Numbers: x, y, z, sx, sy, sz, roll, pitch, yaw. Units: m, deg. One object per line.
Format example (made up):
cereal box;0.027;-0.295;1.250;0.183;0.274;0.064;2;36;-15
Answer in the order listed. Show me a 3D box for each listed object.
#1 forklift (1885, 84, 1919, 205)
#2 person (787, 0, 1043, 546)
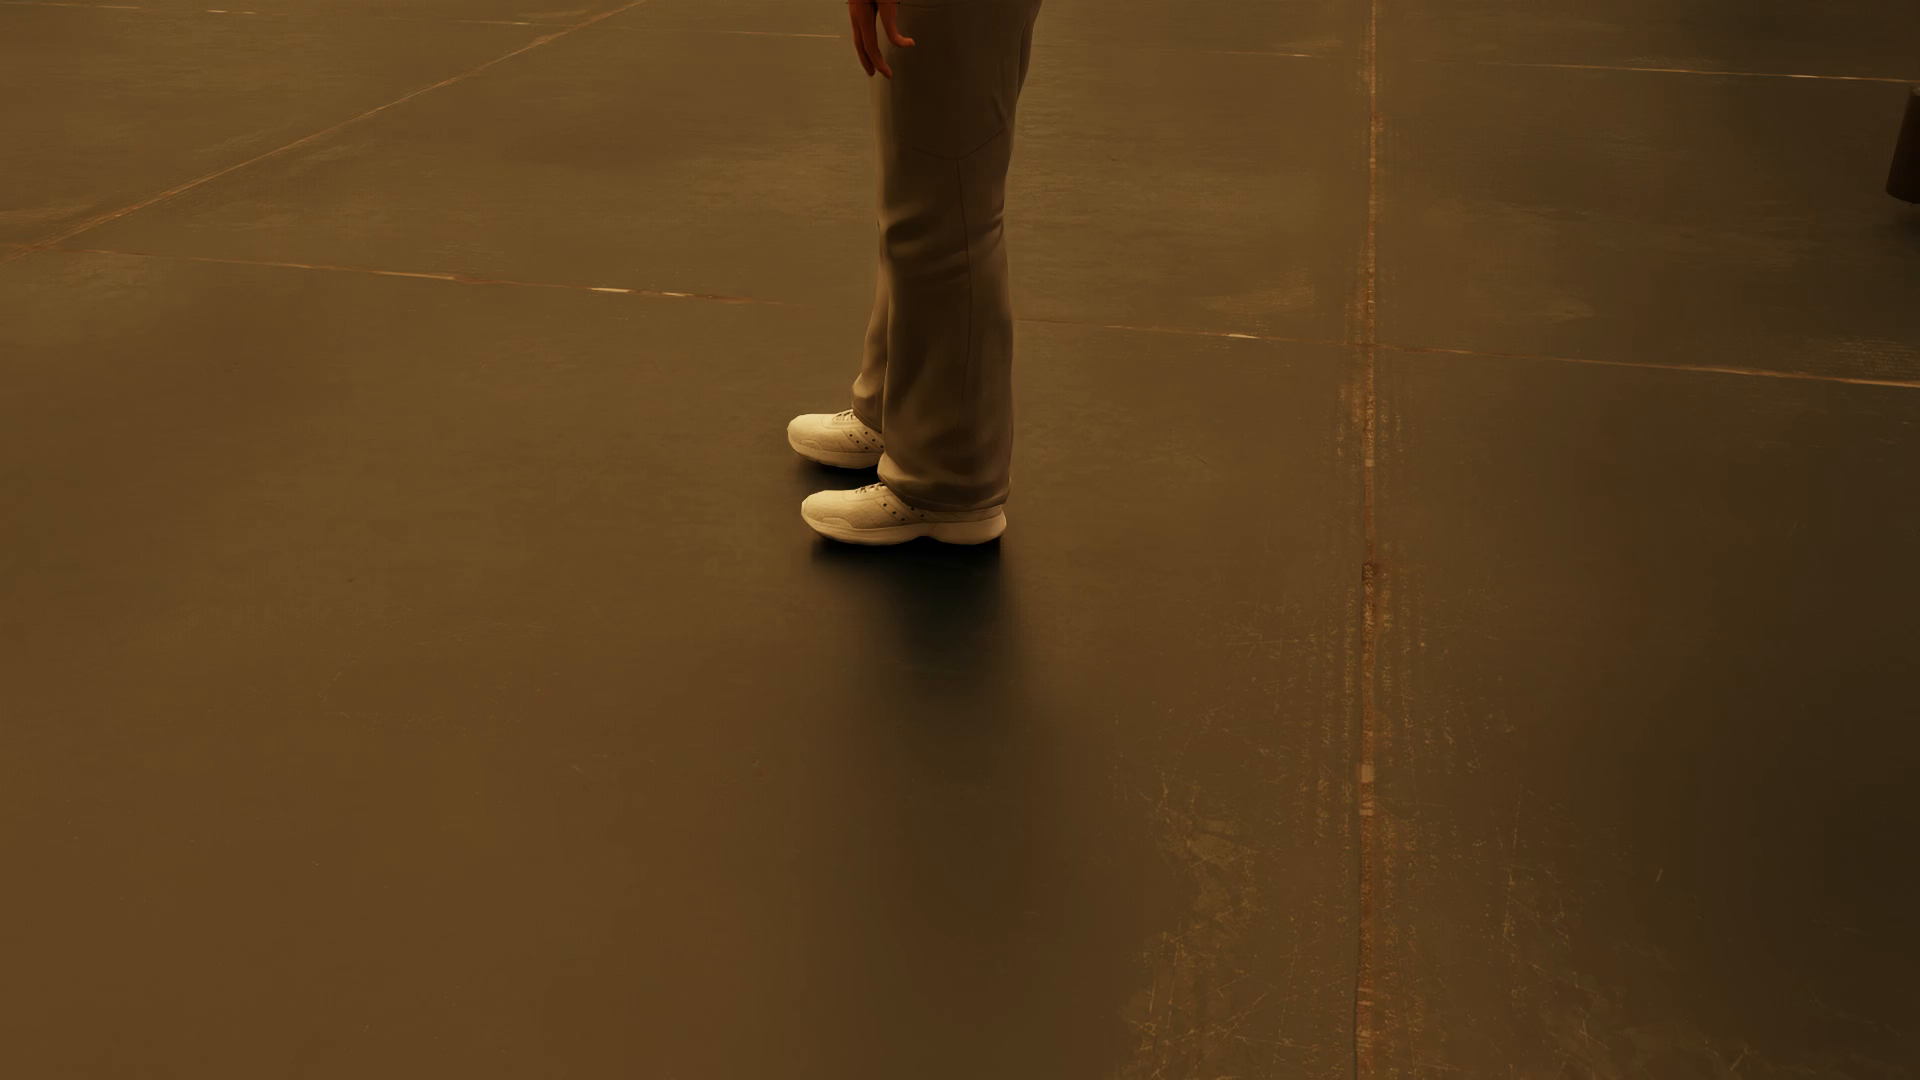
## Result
forklift;3.774;-2.177;3.560;3.031;2.935;1.130;-12;29;-23
person;-0.069;-0.767;2.145;0.549;1.675;0.550;6;27;11
